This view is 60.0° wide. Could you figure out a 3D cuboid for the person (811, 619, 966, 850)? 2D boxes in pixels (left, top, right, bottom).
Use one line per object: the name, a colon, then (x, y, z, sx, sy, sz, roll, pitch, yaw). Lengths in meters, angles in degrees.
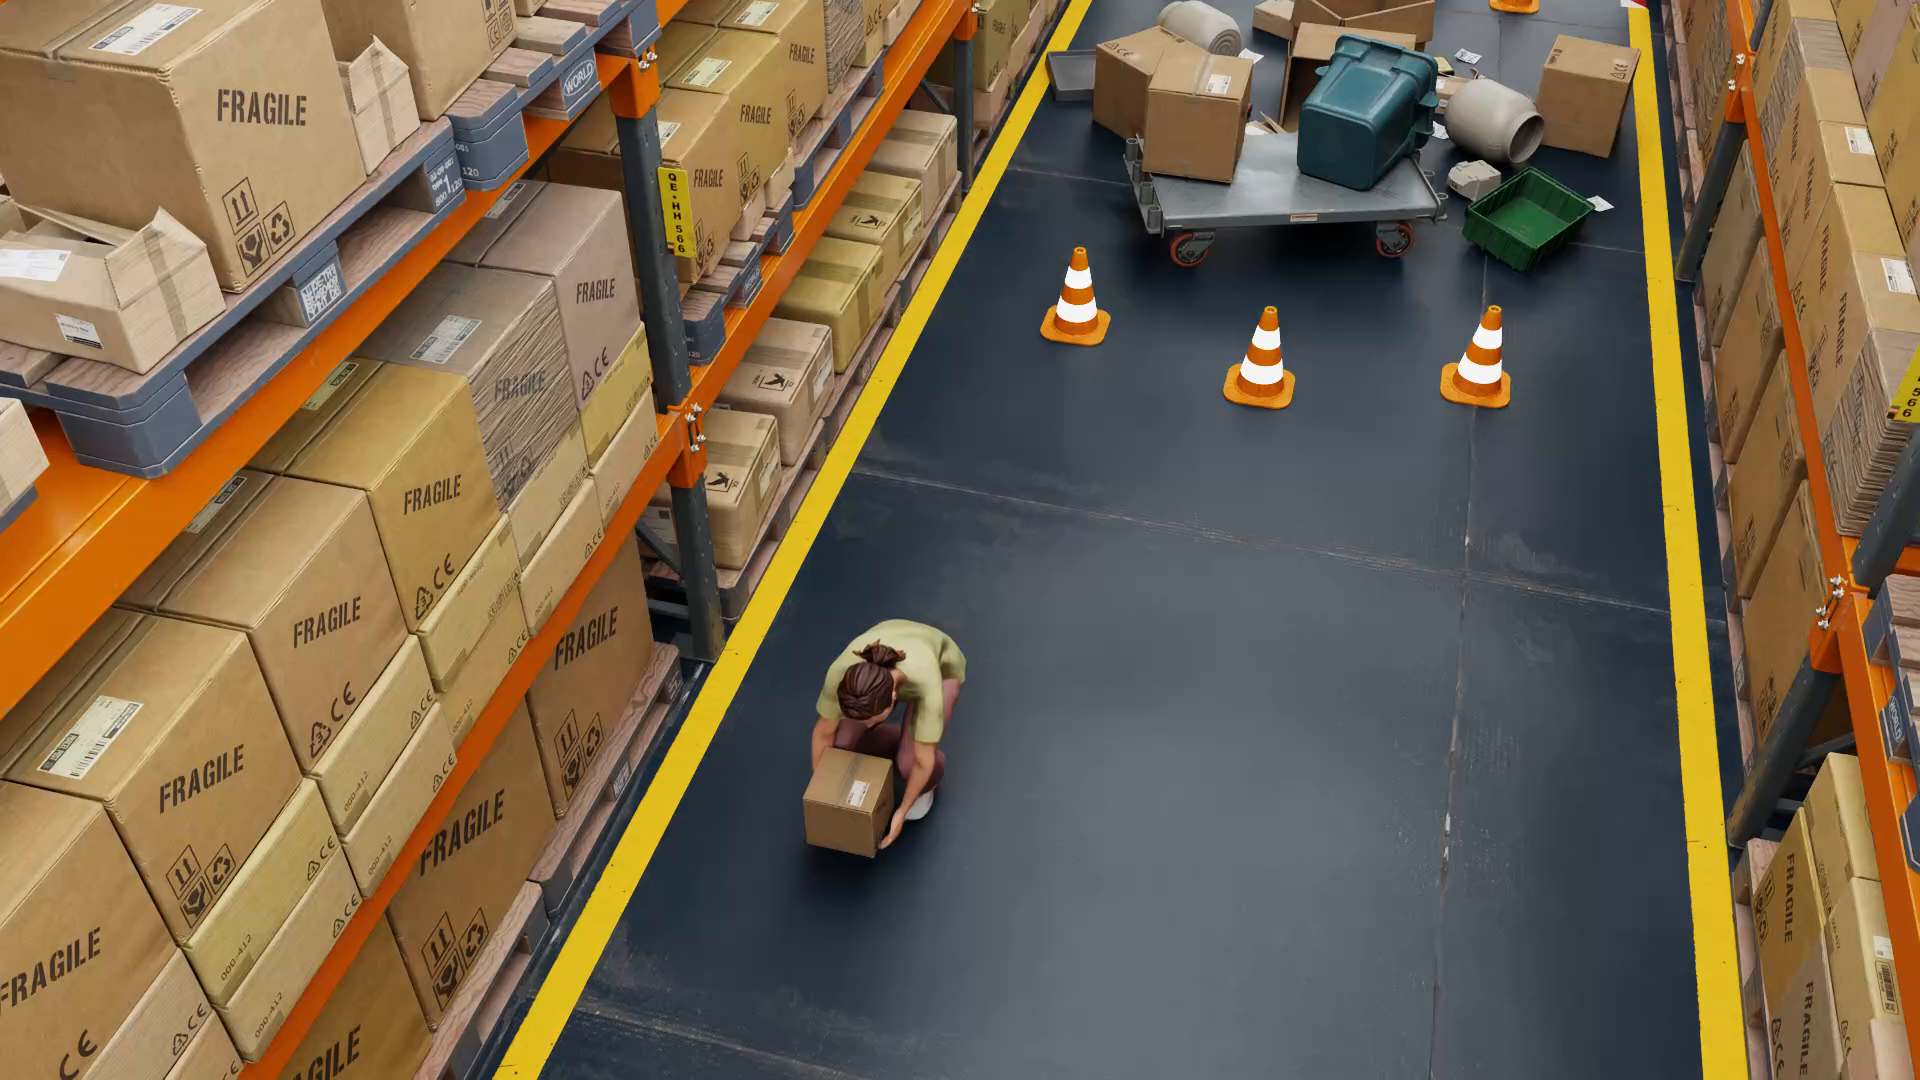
person: (-0.237, 0.626, 5.996, 0.491, 0.954, 0.793, 17, 44, 18)
